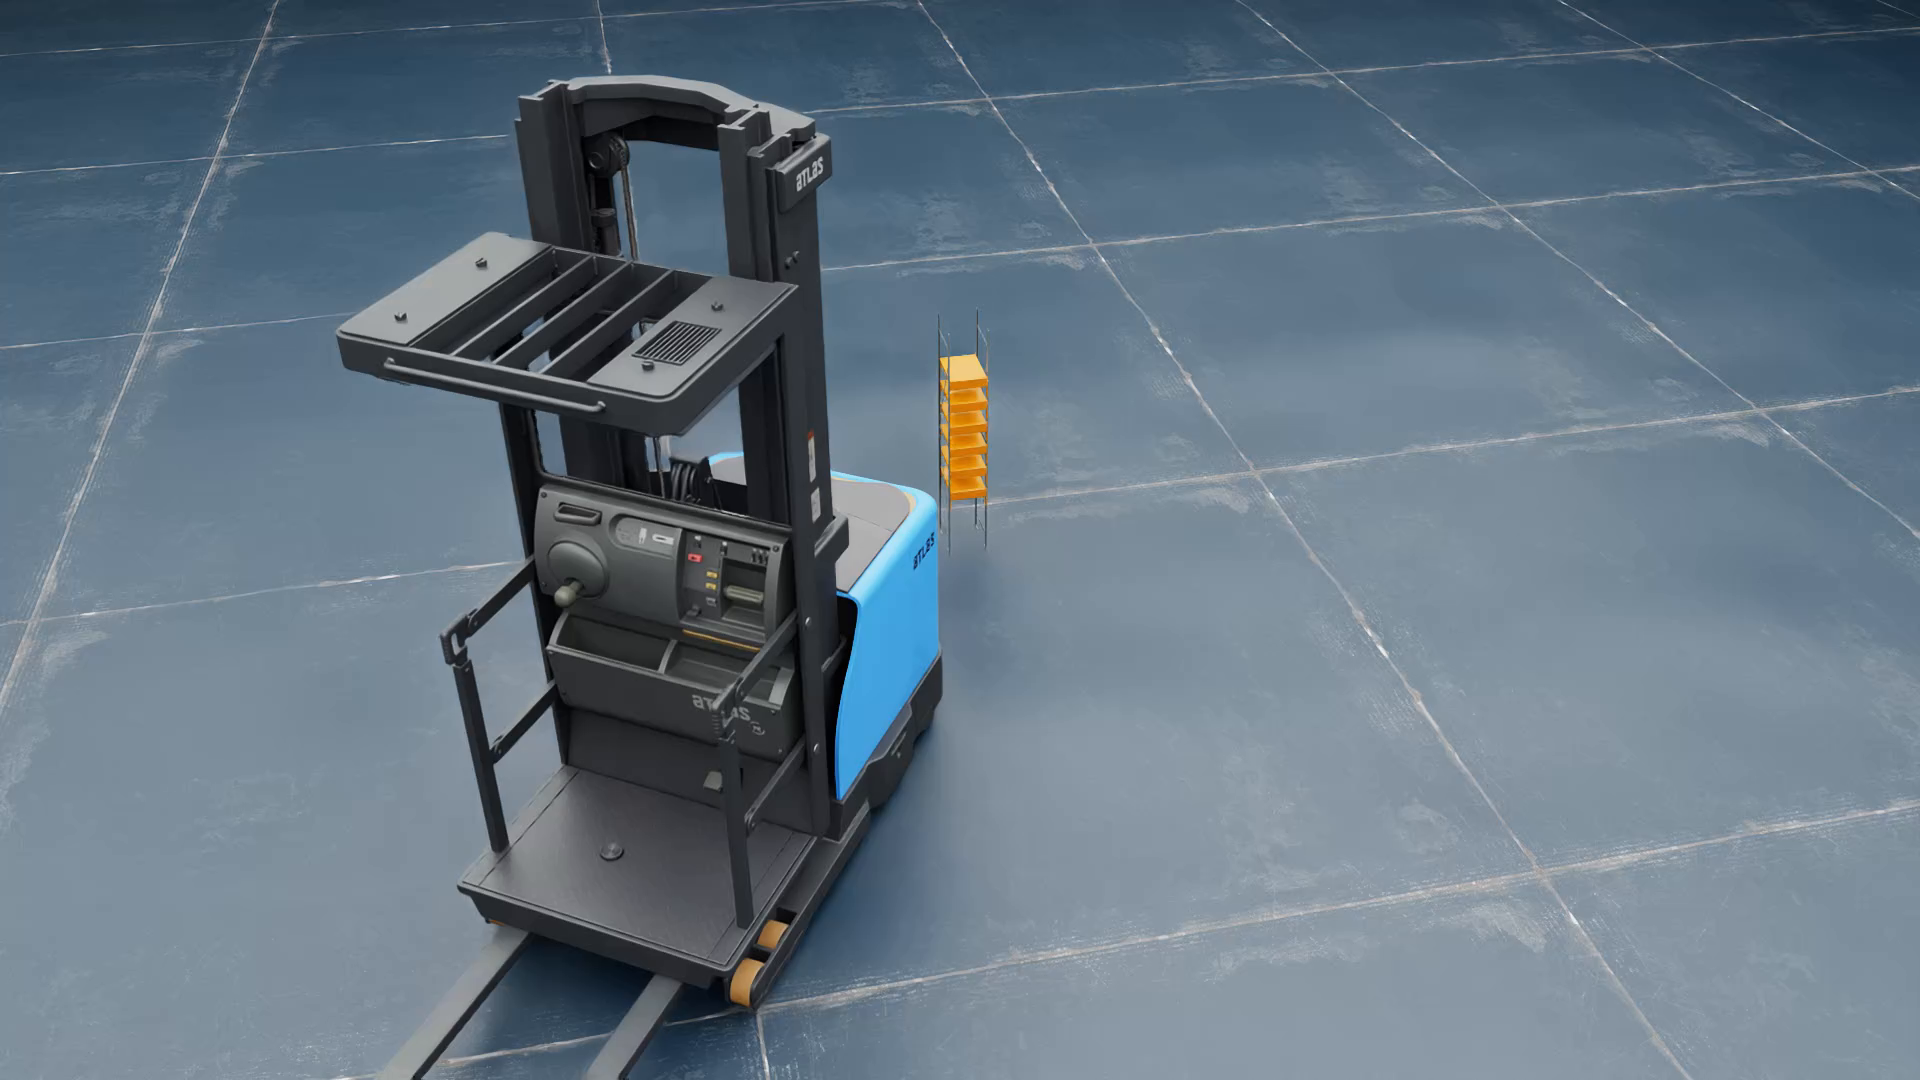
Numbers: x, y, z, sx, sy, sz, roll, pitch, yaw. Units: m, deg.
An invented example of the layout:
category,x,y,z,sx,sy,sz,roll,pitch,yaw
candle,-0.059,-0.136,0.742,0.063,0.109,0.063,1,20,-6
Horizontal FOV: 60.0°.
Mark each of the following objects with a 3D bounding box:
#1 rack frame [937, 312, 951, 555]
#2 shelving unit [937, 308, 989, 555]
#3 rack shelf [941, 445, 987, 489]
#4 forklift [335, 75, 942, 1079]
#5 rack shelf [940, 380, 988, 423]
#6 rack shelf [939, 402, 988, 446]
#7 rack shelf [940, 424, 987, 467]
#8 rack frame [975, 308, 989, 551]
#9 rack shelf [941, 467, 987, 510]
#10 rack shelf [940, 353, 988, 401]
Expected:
category,x,y,z,sx,sy,sz,roll,pitch,yaw
rack frame,-0.075,-0.489,7.902,0.006,1.200,0.240,-7,35,-11
shelving unit,0.014,-0.500,7.918,0.189,1.200,0.258,-7,35,-11
rack shelf,0.014,-0.363,8.010,0.180,0.103,0.258,-7,35,-11
forklift,-1.091,0.147,5.400,1.130,2.935,3.031,12,36,18
rack shelf,0.014,-0.662,7.809,0.180,0.103,0.258,-7,35,-11
rack shelf,0.014,-0.563,7.876,0.180,0.103,0.258,-7,35,-11
rack shelf,0.014,-0.463,7.943,0.180,0.103,0.258,-7,35,-11
rack frame,0.103,-0.511,7.935,0.006,1.200,0.240,-7,35,-11
rack shelf,0.014,-0.264,8.077,0.180,0.103,0.258,-7,35,-11
rack shelf,0.014,-0.762,7.742,0.180,0.103,0.258,-7,35,-11
